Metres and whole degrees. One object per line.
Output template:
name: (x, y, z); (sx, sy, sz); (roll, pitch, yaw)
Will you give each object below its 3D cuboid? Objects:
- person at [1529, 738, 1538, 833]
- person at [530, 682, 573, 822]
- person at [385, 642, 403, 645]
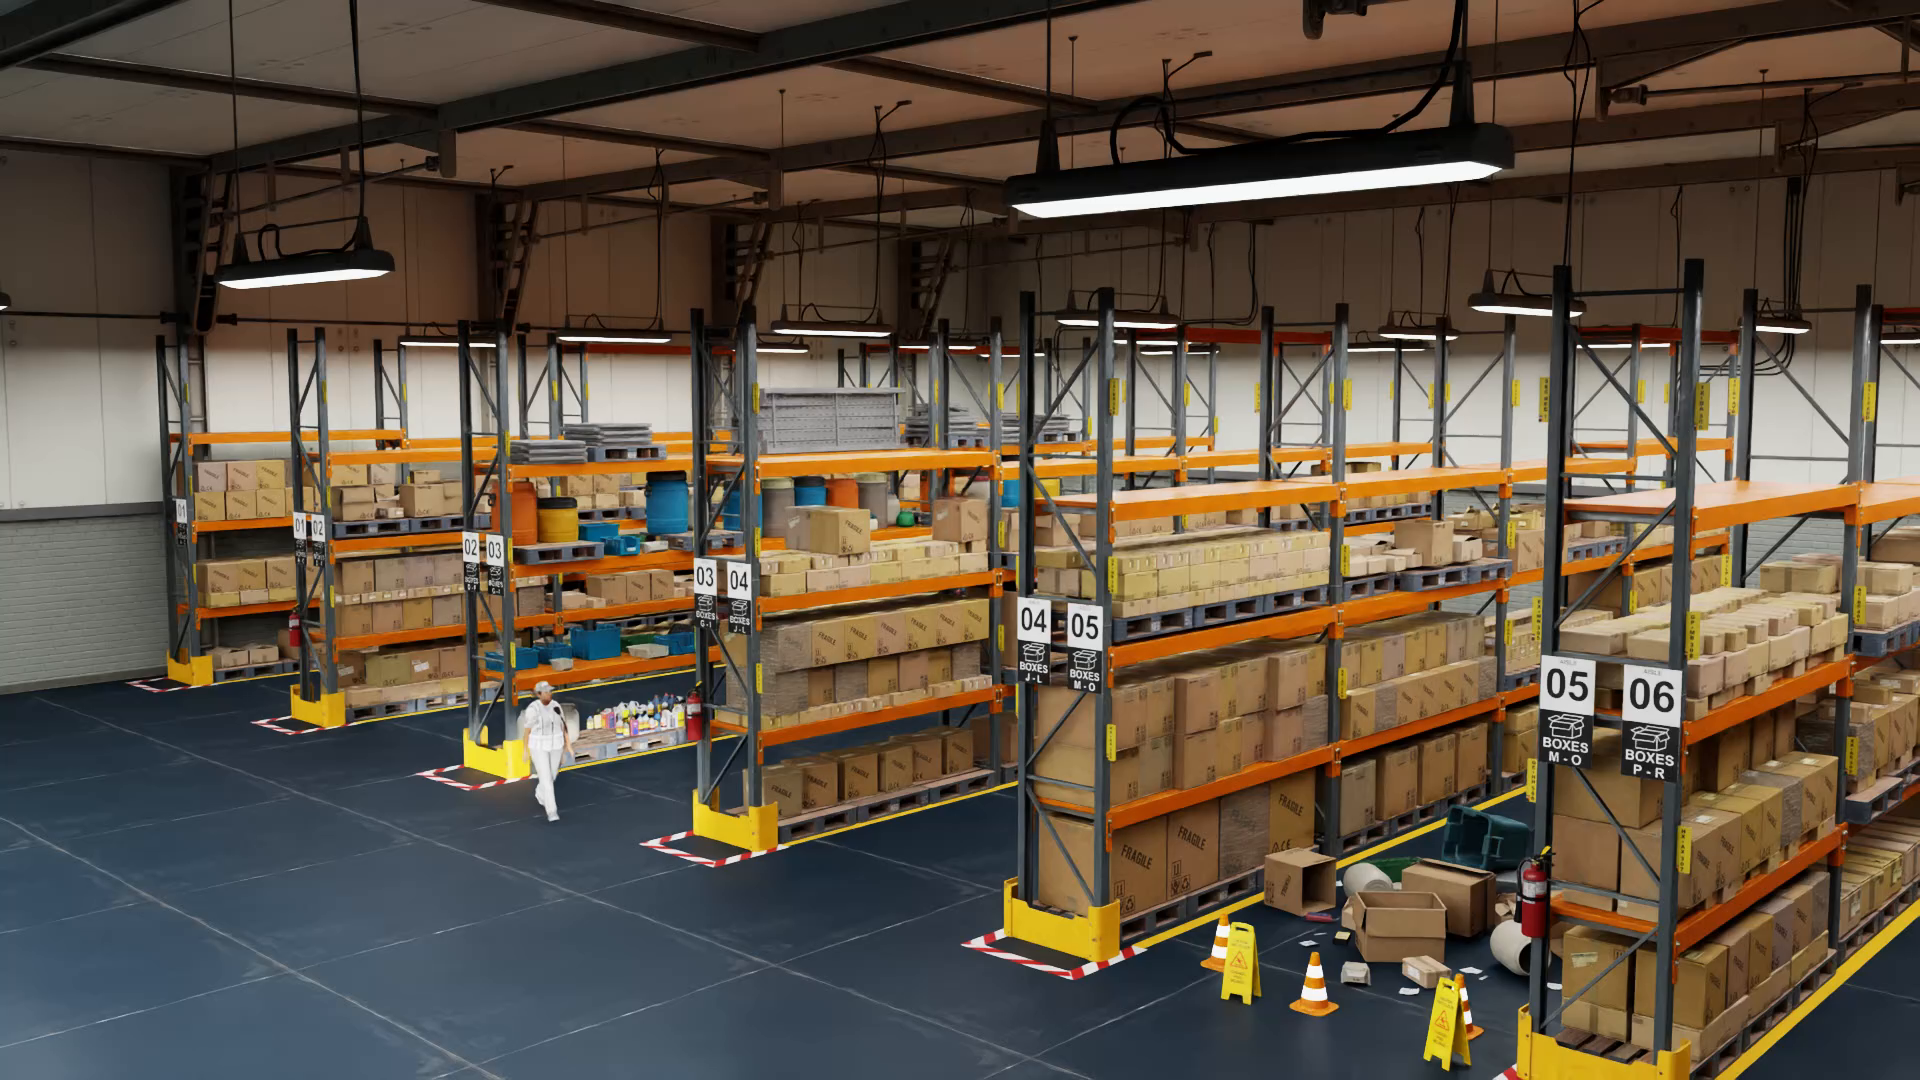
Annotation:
person: (6.856, 2.553, 19.036); (0.582, 1.796, 0.431); (0, 5, 4)
person: (-4.884, 2.481, 19.753); (0.484, 1.632, 0.720); (-4, 6, -33)
person: (-9.981, 1.581, 29.488); (0.559, 1.703, 0.700); (2, 6, 23)
